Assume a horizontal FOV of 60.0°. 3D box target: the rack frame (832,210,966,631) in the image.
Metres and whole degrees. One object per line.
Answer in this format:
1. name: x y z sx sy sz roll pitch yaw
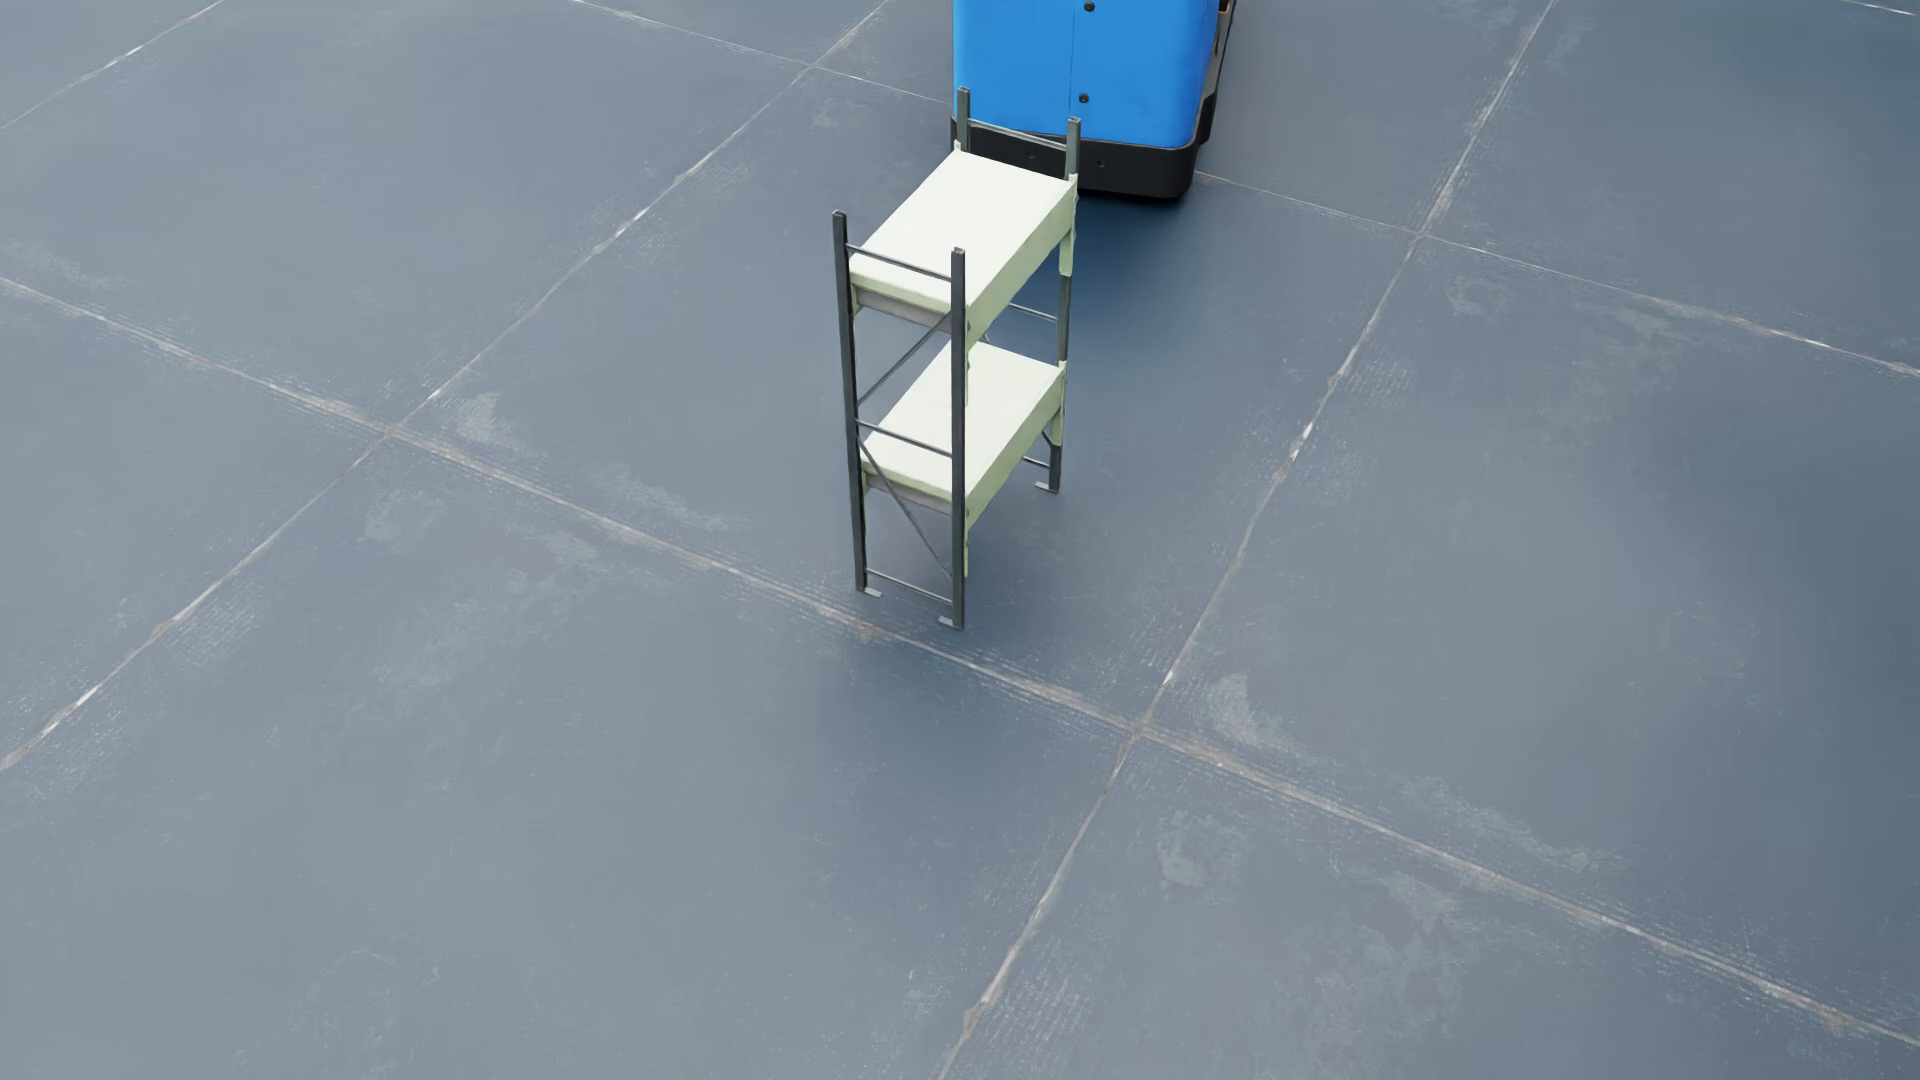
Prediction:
1. rack frame: -0.167 -0.301 4.993 0.400 1.500 0.023 20 49 19

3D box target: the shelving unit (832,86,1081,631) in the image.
1. shelving unit: 0.003 -0.531 5.221 0.431 1.500 0.755 20 49 19

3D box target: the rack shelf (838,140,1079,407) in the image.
1. rack shelf: 0.003 -0.806 4.943 0.431 0.370 0.720 20 49 19

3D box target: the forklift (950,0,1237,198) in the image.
1. forklift: 0.774 -3.553 7.201 1.130 2.935 3.031 9 46 9

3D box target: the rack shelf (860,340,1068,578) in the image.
1. rack shelf: 0.003 -0.302 5.453 0.431 0.370 0.720 20 49 19

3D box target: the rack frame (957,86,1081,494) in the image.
1. rack frame: 0.173 -0.762 5.449 0.400 1.500 0.023 20 49 19
